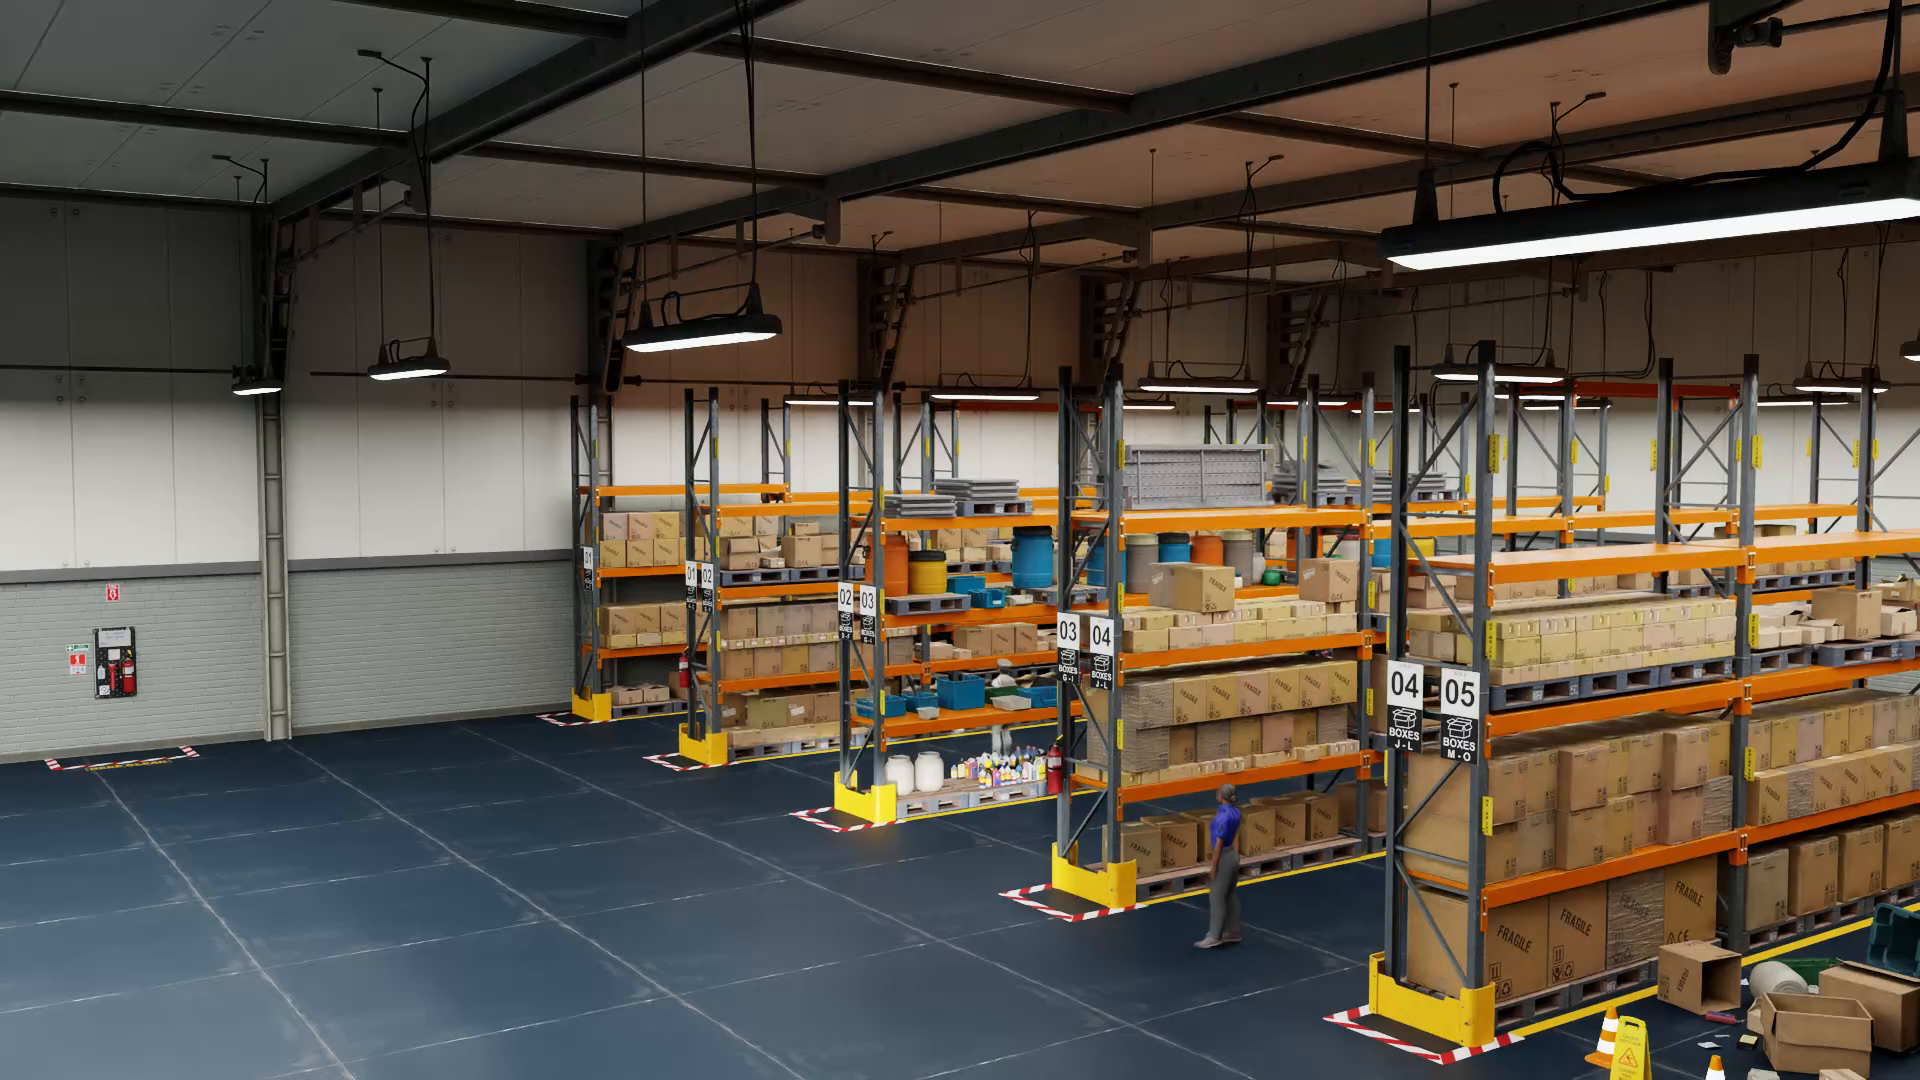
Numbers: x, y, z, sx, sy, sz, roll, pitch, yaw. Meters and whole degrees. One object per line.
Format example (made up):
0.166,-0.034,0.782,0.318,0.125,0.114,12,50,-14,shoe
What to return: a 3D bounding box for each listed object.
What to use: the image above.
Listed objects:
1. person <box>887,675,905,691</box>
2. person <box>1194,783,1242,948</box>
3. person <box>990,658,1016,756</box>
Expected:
-1.239,2.173,32.528,0.389,1.824,0.627,3,5,41,person
2.649,3.321,17.023,0.481,1.687,0.462,1,4,12,person
0.642,2.733,26.438,0.394,1.702,0.523,3,4,37,person
